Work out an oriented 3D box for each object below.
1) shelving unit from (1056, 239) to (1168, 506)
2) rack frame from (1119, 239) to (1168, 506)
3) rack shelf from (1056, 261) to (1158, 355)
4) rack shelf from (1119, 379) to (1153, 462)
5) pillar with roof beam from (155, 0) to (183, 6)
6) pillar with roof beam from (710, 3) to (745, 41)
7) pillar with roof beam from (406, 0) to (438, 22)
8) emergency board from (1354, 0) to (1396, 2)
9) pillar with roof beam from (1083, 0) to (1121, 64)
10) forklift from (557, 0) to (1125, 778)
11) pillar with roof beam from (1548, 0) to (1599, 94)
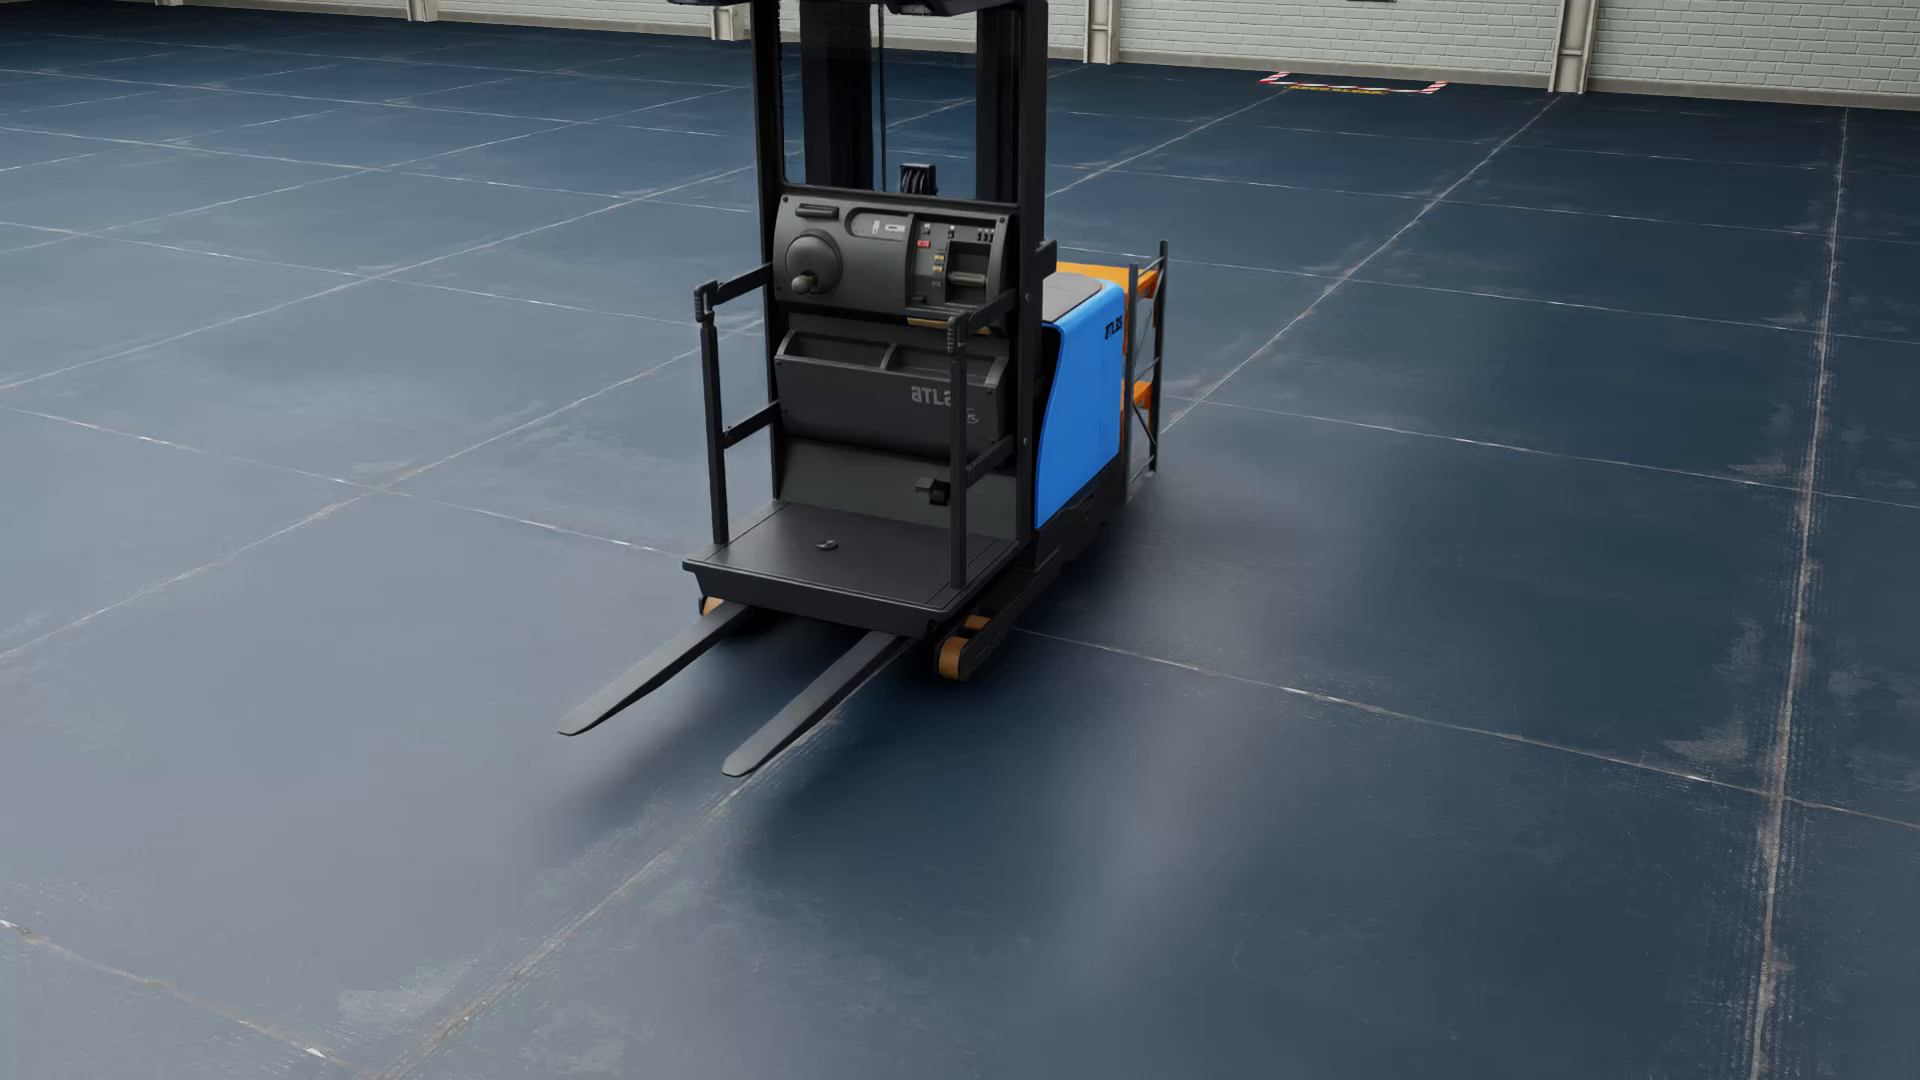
[{"bbox_3d":[0.374,-0.844,7.797,1.048,1.125,0.538,9,25,21],"label":"shelving unit"},{"bbox_3d":[0.842,-0.766,7.614,0.032,1.125,0.500,9,25,21],"label":"rack frame"},{"bbox_3d":[0.374,-1.113,7.683,1.000,0.278,0.538,9,25,21],"label":"rack shelf"},{"bbox_3d":[0.374,-0.619,7.893,1.000,0.278,0.538,9,25,21],"label":"rack shelf"},{"bbox_3d":[-16.110,-12.236,24.525,0.400,9.000,9.100,11,25,25],"label":"pillar with roof beam"},{"bbox_3d":[-5.401,-10.118,19.542,0.400,9.000,9.100,11,25,25],"label":"pillar with roof beam"},{"bbox_3d":[-10.756,-11.177,22.033,0.400,9.000,9.100,11,25,25],"label":"pillar with roof beam"},{"bbox_3d":[5.063,-7.199,20.345,0.626,1.169,0.157,11,25,25],"label":"emergency board"},{"bbox_3d":[-0.047,-9.058,17.051,0.400,9.000,9.100,11,25,25],"label":"pillar with roof beam"},{"bbox_3d":[-0.347,-1.025,5.915,1.130,2.935,3.031,10,25,22],"label":"forklift"},{"bbox_3d":[5.308,-7.999,14.560,0.400,9.000,9.100,11,25,25],"label":"pillar with roof beam"}]
